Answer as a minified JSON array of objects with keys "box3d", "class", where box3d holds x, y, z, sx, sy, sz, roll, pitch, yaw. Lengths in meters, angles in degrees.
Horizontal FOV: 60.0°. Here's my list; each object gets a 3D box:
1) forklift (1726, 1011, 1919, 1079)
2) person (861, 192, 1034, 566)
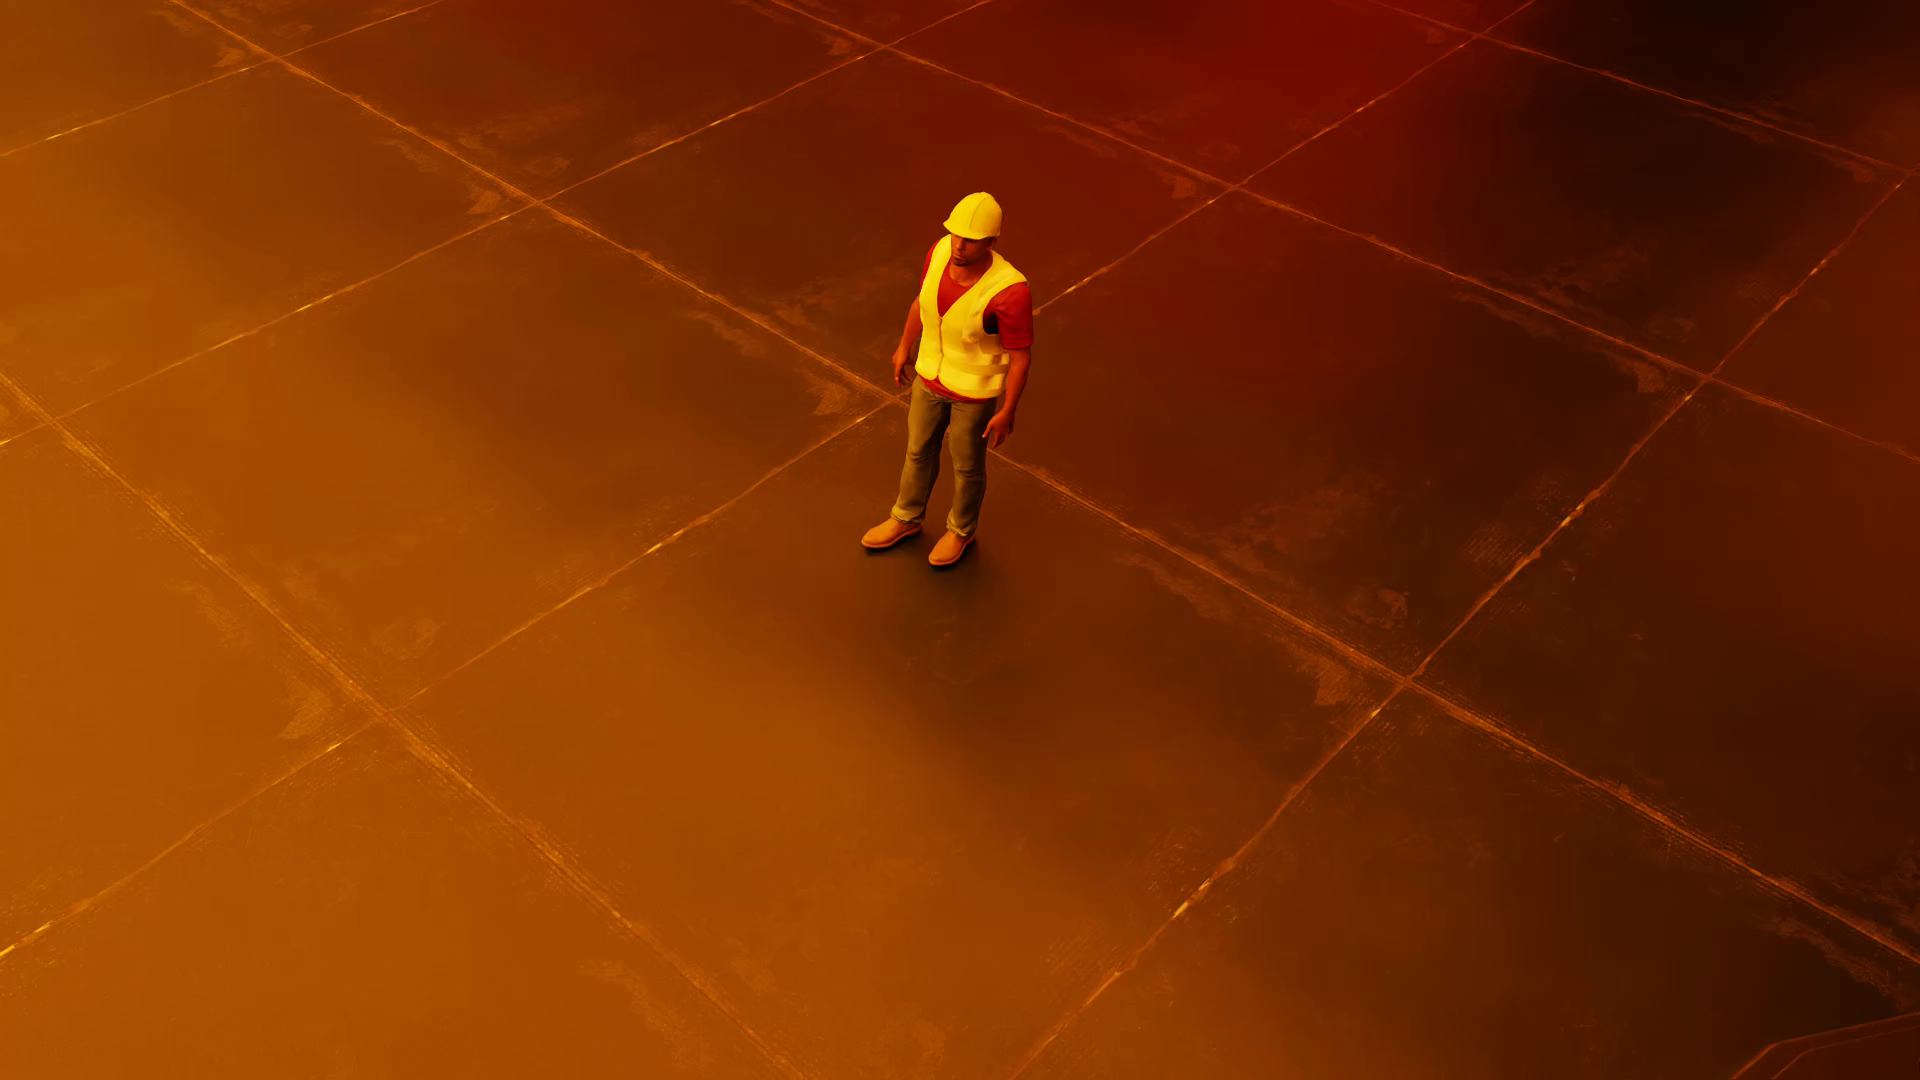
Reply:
[{"box3d":[1.631,2.255,2.800,1.130,2.935,3.031,-8,41,-10],"class":"forklift"},{"box3d":[-0.051,-0.643,7.066,0.665,1.759,0.577,31,49,31],"class":"person"}]
